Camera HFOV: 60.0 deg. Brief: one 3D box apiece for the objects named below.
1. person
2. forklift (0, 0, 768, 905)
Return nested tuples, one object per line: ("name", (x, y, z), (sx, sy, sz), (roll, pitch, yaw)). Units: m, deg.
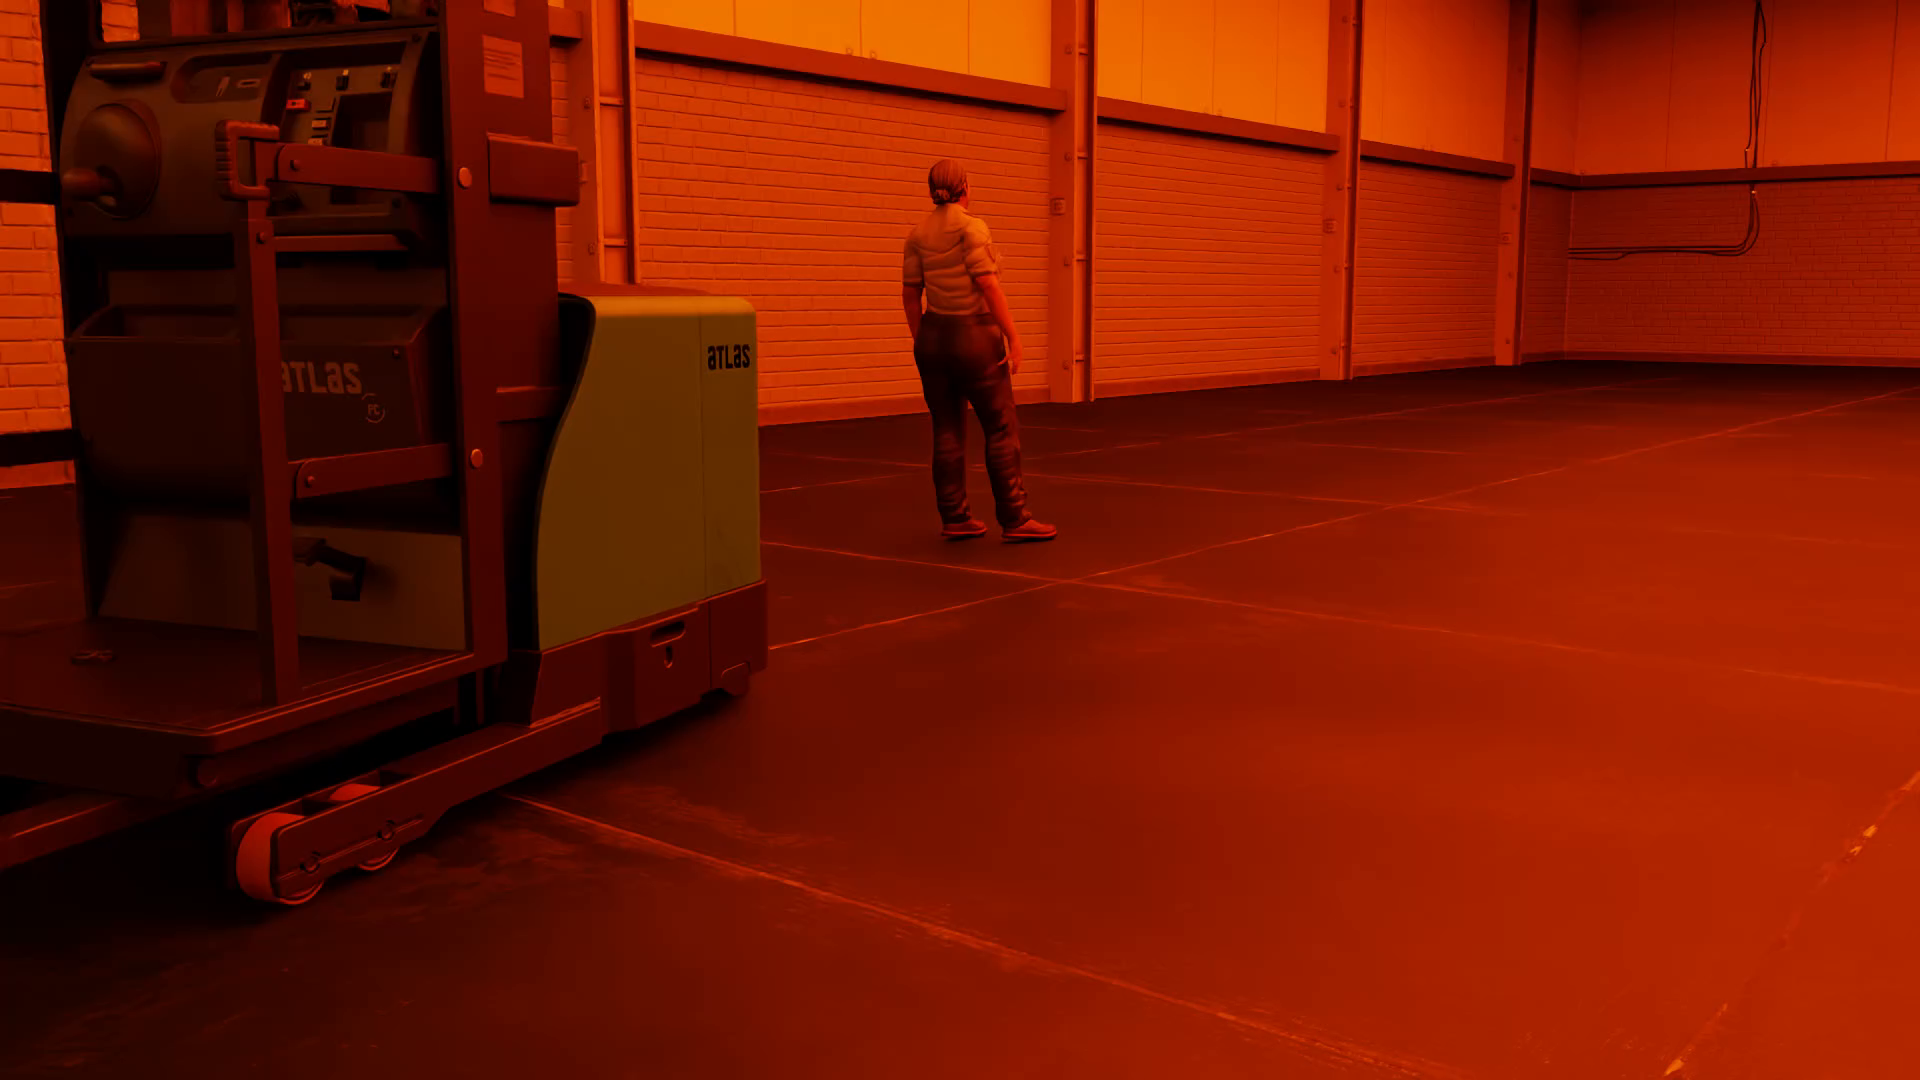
("person", (0.075, -0.830, 7.340), (0.598, 1.651, 0.502), (7, 11, 38))
("forklift", (-1.557, -0.868, 3.216), (1.130, 2.935, 3.031), (3, 9, 22))
